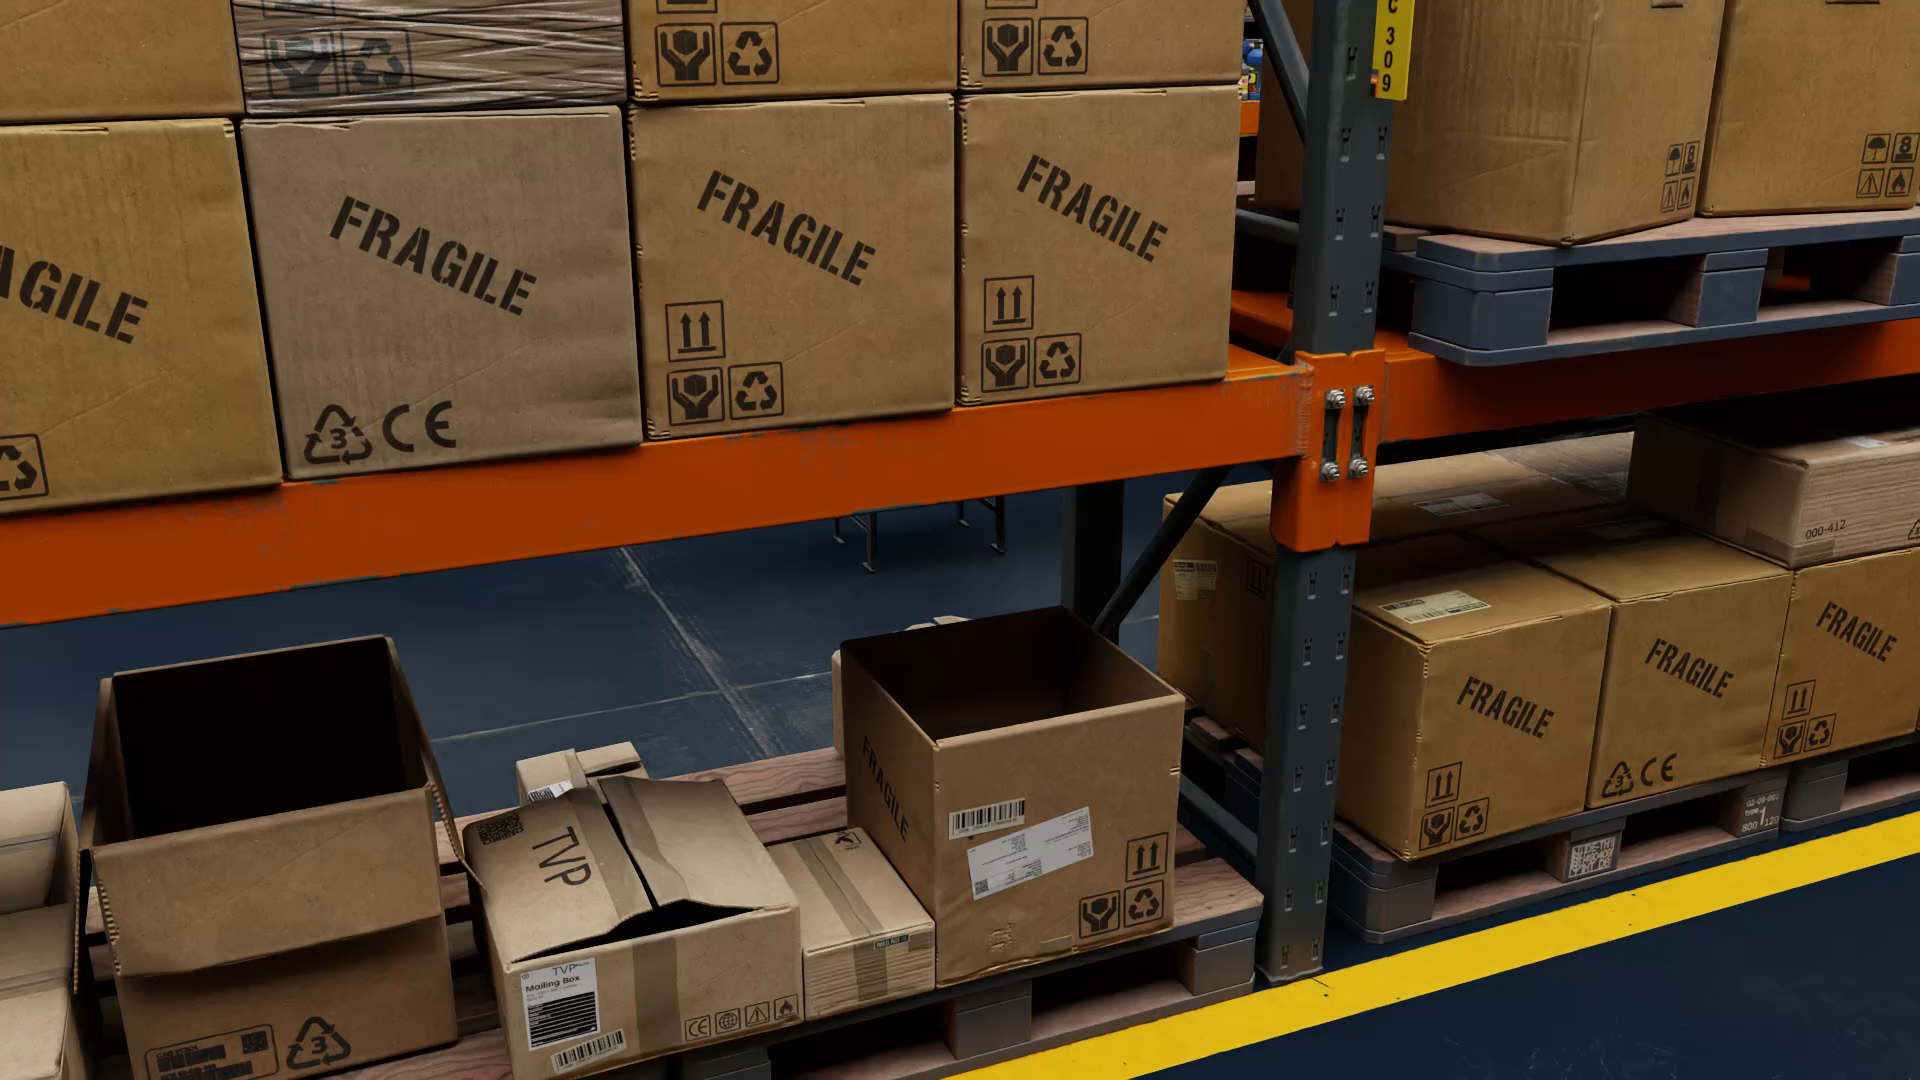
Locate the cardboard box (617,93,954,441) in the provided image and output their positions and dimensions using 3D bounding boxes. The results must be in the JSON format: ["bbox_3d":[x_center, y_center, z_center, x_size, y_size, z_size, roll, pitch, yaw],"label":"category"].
[{"bbox_3d":[-0.331,-0.491,2.749,0.500,0.500,0.500,-8,21,-20],"label":"cardboard box"}]

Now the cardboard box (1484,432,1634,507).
[{"bbox_3d":[1.757,0.035,4.508,0.500,0.500,0.500,-8,21,-21],"label":"cardboard box"}]

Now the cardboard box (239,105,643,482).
[{"bbox_3d":[-0.802,-0.423,2.555,0.500,0.500,0.500,-8,21,-21],"label":"cardboard box"}]

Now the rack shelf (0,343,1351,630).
[{"bbox_3d":[-1.337,-0.054,2.741,4.000,0.370,1.077,-8,21,-22],"label":"rack shelf"}]

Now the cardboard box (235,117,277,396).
[{"bbox_3d":[-1.472,-0.518,2.827,0.500,0.500,0.500,-8,21,-23],"label":"cardboard box"}]

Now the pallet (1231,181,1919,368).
[{"bbox_3d":[1.276,-0.637,3.604,1.213,0.211,1.003,-8,21,-22],"label":"pallet"}]

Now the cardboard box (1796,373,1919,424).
[{"bbox_3d":[2.418,-0.225,4.117,0.500,0.250,0.500,-9,21,-23],"label":"cardboard box"}]

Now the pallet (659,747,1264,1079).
[{"bbox_3d":[-0.132,0.750,3.576,1.213,0.211,1.003,-8,21,-22],"label":"pallet"}]

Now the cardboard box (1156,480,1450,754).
[{"bbox_3d":[0.839,0.163,4.143,0.500,0.500,0.500,-8,21,-22],"label":"cardboard box"}]

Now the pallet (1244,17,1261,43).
[{"bbox_3d":[2.053,-4.386,14.251,1.213,0.211,1.003,-8,21,-22],"label":"pallet"}]

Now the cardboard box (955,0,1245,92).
[{"bbox_3d":[0.137,-1.029,2.773,0.500,0.500,0.500,-8,21,-22],"label":"cardboard box"}]

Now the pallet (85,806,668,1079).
[{"bbox_3d":[-1.254,0.911,3.116,1.213,0.211,1.003,-8,21,-22],"label":"pallet"}]

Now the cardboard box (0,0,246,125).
[{"bbox_3d":[-1.257,-0.829,2.204,0.500,0.500,0.500,-8,21,-22],"label":"cardboard box"}]

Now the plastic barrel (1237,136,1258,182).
[{"bbox_3d":[1.771,-1.798,9.247,0.708,0.830,0.600,-8,21,-22],"label":"plastic barrel"}]

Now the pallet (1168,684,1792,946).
[{"bbox_3d":[1.231,0.541,4.168,1.213,0.211,1.003,-8,21,-22],"label":"pallet"}]

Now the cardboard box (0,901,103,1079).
[{"bbox_3d":[-1.644,0.843,2.589,0.500,0.250,0.500,-8,21,-22],"label":"cardboard box"}]

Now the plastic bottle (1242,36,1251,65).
[{"bbox_3d":[1.571,-2.667,9.274,0.097,0.271,0.097,0,19,0],"label":"plastic bottle"}]

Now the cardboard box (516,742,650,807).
[{"bbox_3d":[-0.762,0.579,3.465,0.250,0.166,0.380,-8,21,-22],"label":"cardboard box"}]

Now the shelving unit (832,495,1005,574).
[{"bbox_3d":[-0.152,-0.969,5.611,0.503,2.100,0.431,-8,21,-22],"label":"shelving unit"}]

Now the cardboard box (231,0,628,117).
[{"bbox_3d":[-0.795,-0.895,2.391,0.500,0.500,0.500,-8,21,-21],"label":"cardboard box"}]

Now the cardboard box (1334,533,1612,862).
[{"bbox_3d":[1.040,0.326,3.680,0.500,0.500,0.500,-9,21,-24],"label":"cardboard box"}]

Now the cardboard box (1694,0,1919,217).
[{"bbox_3d":[1.629,-1.005,3.577,0.500,0.500,0.700,-5,20,-13],"label":"cardboard box"}]

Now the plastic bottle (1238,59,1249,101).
[{"bbox_3d":[1.418,-2.338,8.444,0.097,0.201,0.097,0,19,0],"label":"plastic bottle"}]

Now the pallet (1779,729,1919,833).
[{"bbox_3d":[2.353,0.379,4.628,1.213,0.211,1.003,-8,21,-22],"label":"pallet"}]

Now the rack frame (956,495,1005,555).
[{"bbox_3d":[0.072,-1.001,5.703,0.015,2.100,0.400,-8,21,-22],"label":"rack frame"}]

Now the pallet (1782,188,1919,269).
[{"bbox_3d":[2.388,-0.834,4.164,1.213,0.211,1.003,-8,21,-22],"label":"pallet"}]

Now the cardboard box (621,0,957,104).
[{"bbox_3d":[-0.332,-0.961,2.579,0.500,0.500,0.500,-9,21,-23],"label":"cardboard box"}]

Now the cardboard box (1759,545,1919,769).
[{"bbox_3d":[1.987,0.189,4.069,0.500,0.500,0.500,-8,21,-21],"label":"cardboard box"}]

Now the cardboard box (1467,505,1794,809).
[{"bbox_3d":[1.525,0.253,3.889,0.500,0.500,0.500,-8,21,-21],"label":"cardboard box"}]

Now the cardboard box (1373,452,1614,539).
[{"bbox_3d":[1.296,0.101,4.321,0.500,0.500,0.500,-8,21,-22],"label":"cardboard box"}]

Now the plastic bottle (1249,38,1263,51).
[{"bbox_3d":[1.688,-2.676,9.293,0.135,0.276,0.152,-8,21,-22],"label":"plastic bottle"}]

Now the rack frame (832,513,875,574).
[{"bbox_3d":[-0.376,-0.937,5.520,0.015,2.100,0.400,-8,21,-22],"label":"rack frame"}]

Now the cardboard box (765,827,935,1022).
[{"bbox_3d":[-0.232,0.710,3.118,0.250,0.149,0.380,-8,21,-22],"label":"cardboard box"}]

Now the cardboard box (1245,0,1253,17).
[{"bbox_3d":[2.369,-4.720,14.124,0.637,0.503,0.797,-6,20,-16],"label":"cardboard box"}]

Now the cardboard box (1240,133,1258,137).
[{"bbox_3d":[2.393,-3.553,14.699,0.500,0.500,0.700,-10,22,-27],"label":"cardboard box"}]

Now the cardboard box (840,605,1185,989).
[{"bbox_3d":[0.088,0.477,3.252,0.500,0.500,0.500,-8,21,-22],"label":"cardboard box"}]

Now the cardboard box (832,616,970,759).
[{"bbox_3d":[0.028,0.394,3.772,0.500,0.311,0.500,-8,21,-22],"label":"cardboard box"}]

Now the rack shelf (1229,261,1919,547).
[{"bbox_3d":[2.335,-0.580,4.235,4.000,0.370,1.077,-8,21,-22],"label":"rack shelf"}]

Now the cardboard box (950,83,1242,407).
[{"bbox_3d":[0.142,-0.559,2.943,0.500,0.500,0.500,-8,21,-21],"label":"cardboard box"}]

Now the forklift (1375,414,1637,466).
[{"bbox_3d":[2.610,-1.882,6.954,3.031,2.935,1.130,-11,22,-28],"label":"forklift"}]

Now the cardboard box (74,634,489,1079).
[{"bbox_3d":[-1.224,0.563,3.004,0.637,0.503,0.797,-8,21,-22],"label":"cardboard box"}]

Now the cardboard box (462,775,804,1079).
[{"bbox_3d":[-0.600,0.665,3.003,0.500,0.311,0.500,-8,21,-22],"label":"cardboard box"}]

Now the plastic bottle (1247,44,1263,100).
[{"bbox_3d":[1.507,-2.384,8.469,0.097,0.271,0.097,0,19,0],"label":"plastic bottle"}]

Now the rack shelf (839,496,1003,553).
[{"bbox_3d":[-0.152,-0.295,5.848,0.480,0.518,0.431,-8,21,-22],"label":"rack shelf"}]

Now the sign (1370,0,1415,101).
[{"bbox_3d":[0.721,-0.900,2.758,0.005,0.325,0.100,-8,21,-22],"label":"sign"}]

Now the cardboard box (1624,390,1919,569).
[{"bbox_3d":[1.958,-0.159,3.929,0.500,0.250,0.500,-8,21,-22],"label":"cardboard box"}]

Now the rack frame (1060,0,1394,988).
[{"bbox_3d":[0.499,-0.656,3.368,0.127,3.000,1.000,-8,21,-22],"label":"rack frame"}]

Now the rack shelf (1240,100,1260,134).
[{"bbox_3d":[0.377,-2.091,8.527,4.000,0.370,1.077,-8,21,-22],"label":"rack shelf"}]

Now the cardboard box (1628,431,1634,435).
[{"bbox_3d":[2.223,-0.033,4.699,0.500,0.500,0.500,-9,21,-24],"label":"cardboard box"}]

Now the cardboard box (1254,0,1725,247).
[{"bbox_3d":[1.023,-0.895,3.265,0.500,0.500,0.700,-17,26,-40],"label":"cardboard box"}]

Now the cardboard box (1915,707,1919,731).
[{"bbox_3d":[2.451,0.123,4.258,0.500,0.500,0.500,-9,21,-24],"label":"cardboard box"}]

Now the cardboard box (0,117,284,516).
[{"bbox_3d":[-1.269,-0.355,2.362,0.500,0.500,0.500,-8,21,-21],"label":"cardboard box"}]

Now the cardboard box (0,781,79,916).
[{"bbox_3d":[-1.888,0.697,3.003,0.500,0.250,0.500,-8,21,-22],"label":"cardboard box"}]
